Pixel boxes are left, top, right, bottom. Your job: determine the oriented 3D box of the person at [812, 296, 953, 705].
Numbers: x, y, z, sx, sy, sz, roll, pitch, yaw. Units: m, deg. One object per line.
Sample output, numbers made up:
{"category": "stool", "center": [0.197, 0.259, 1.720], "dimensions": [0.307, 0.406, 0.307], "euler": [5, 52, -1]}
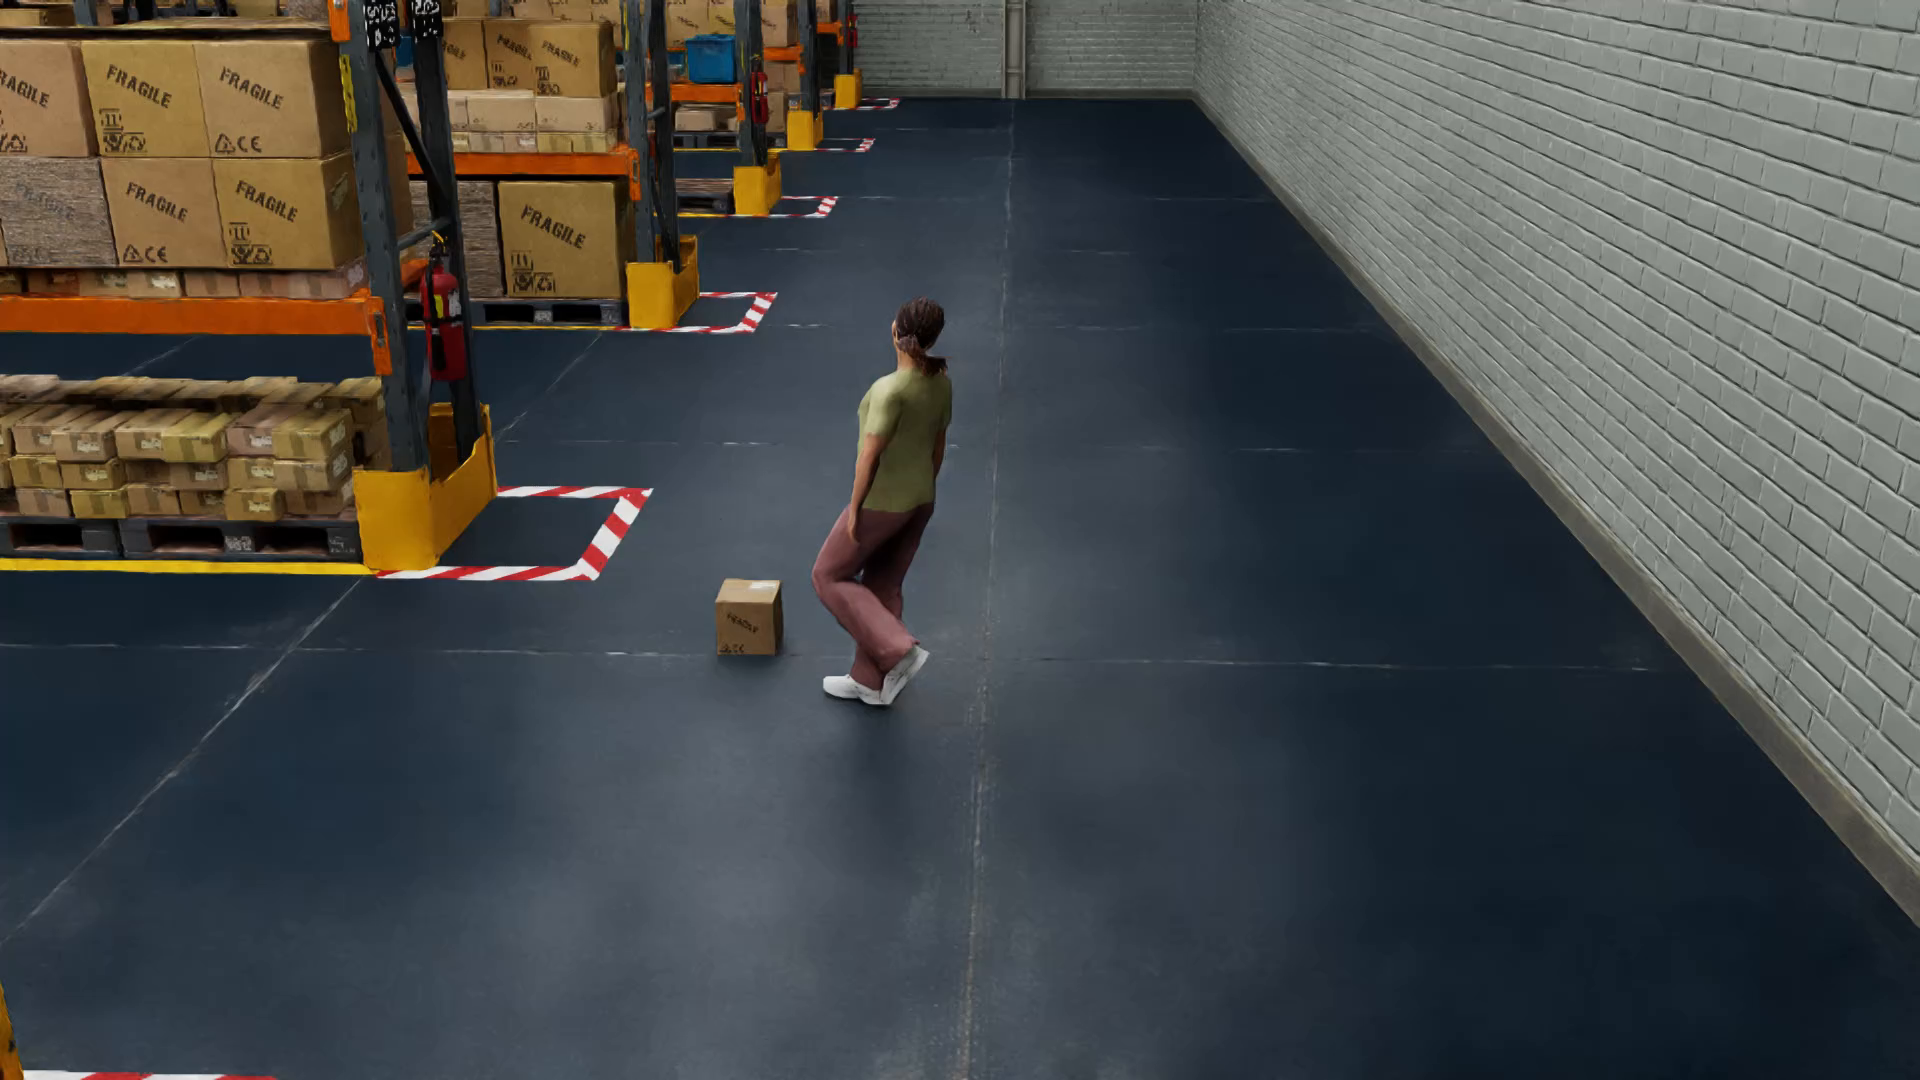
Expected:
{"category": "person", "center": [-0.270, -0.018, 6.499], "dimensions": [0.555, 1.406, 0.497], "euler": [15, 25, 33]}
